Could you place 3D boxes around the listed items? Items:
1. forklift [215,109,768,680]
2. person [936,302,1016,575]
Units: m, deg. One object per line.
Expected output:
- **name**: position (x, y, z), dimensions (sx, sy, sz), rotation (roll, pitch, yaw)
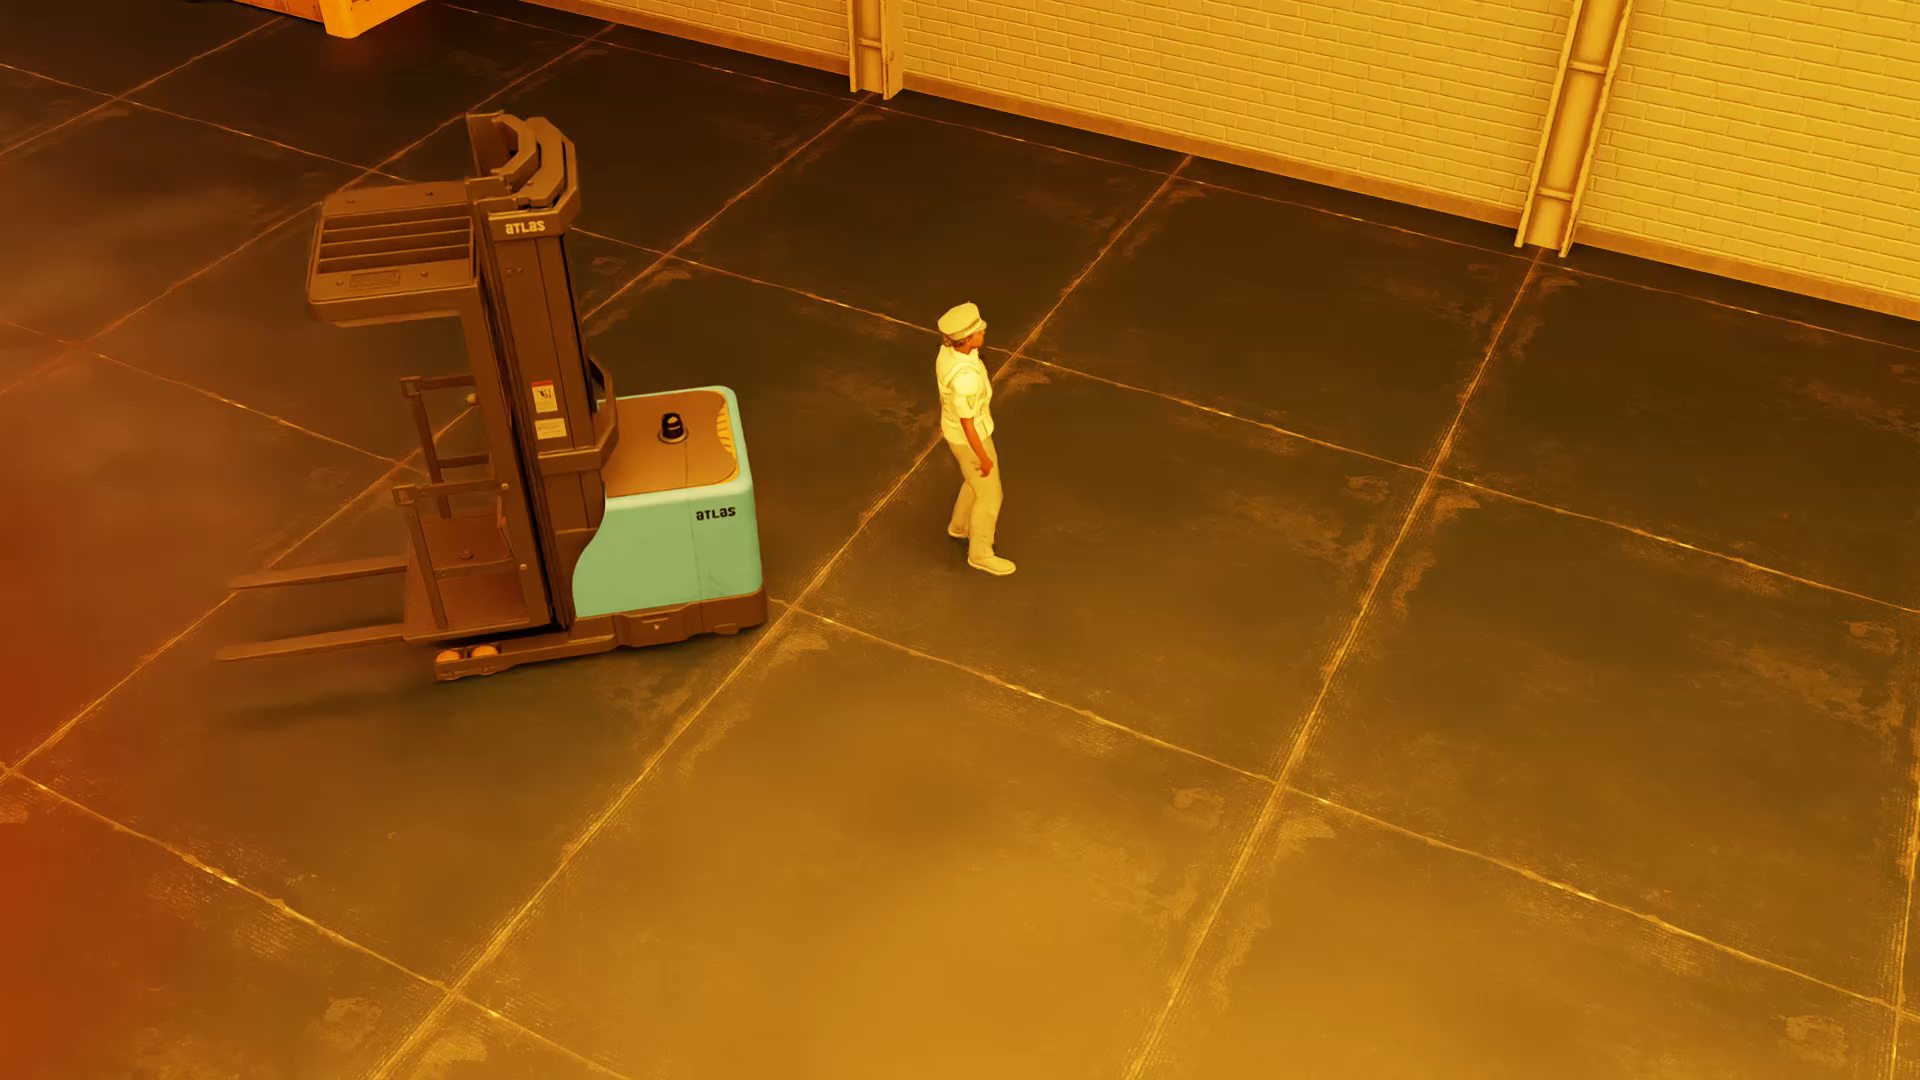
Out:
- **forklift**: position (-2.684, -0.709, 8.828), dimensions (3.031, 2.935, 1.130), rotation (-8, 41, -9)
- **person**: position (0.086, -0.614, 9.720), dimensions (0.428, 1.672, 0.663), rotation (-5, 40, -6)
